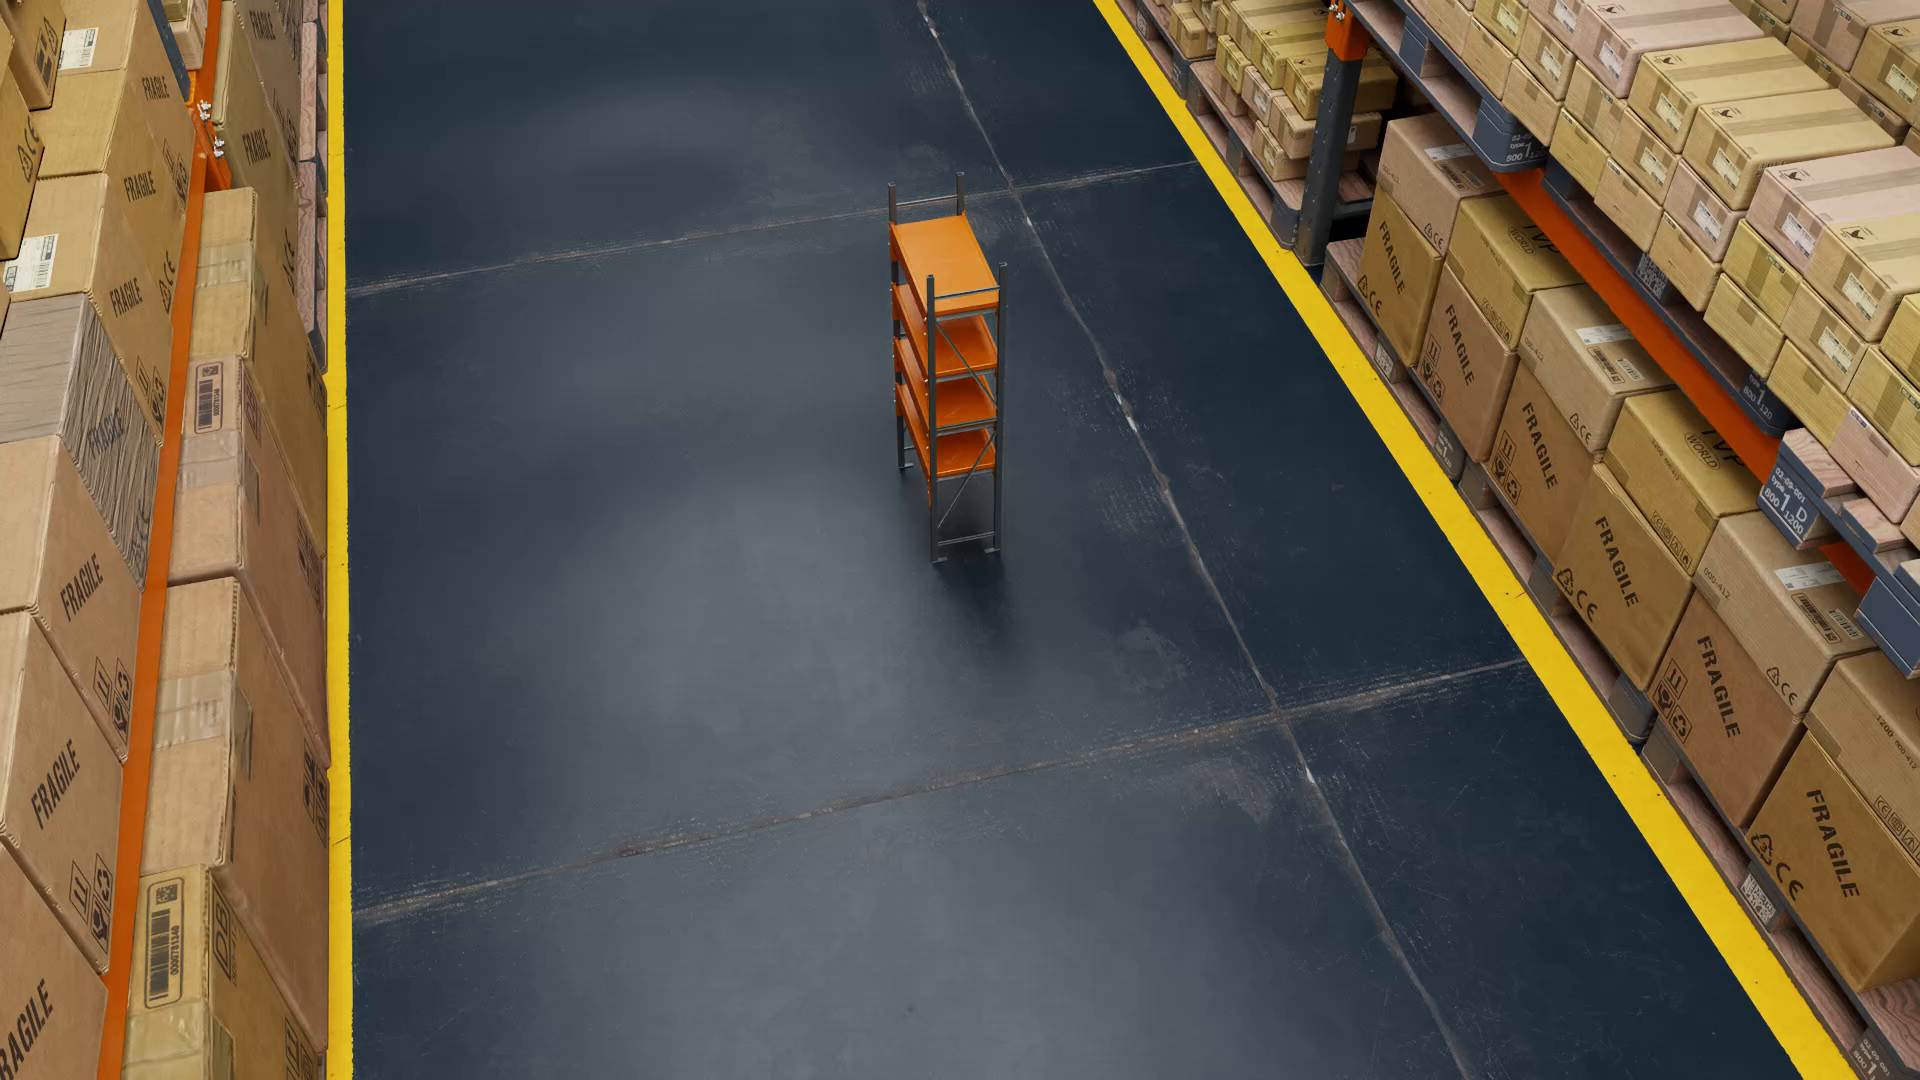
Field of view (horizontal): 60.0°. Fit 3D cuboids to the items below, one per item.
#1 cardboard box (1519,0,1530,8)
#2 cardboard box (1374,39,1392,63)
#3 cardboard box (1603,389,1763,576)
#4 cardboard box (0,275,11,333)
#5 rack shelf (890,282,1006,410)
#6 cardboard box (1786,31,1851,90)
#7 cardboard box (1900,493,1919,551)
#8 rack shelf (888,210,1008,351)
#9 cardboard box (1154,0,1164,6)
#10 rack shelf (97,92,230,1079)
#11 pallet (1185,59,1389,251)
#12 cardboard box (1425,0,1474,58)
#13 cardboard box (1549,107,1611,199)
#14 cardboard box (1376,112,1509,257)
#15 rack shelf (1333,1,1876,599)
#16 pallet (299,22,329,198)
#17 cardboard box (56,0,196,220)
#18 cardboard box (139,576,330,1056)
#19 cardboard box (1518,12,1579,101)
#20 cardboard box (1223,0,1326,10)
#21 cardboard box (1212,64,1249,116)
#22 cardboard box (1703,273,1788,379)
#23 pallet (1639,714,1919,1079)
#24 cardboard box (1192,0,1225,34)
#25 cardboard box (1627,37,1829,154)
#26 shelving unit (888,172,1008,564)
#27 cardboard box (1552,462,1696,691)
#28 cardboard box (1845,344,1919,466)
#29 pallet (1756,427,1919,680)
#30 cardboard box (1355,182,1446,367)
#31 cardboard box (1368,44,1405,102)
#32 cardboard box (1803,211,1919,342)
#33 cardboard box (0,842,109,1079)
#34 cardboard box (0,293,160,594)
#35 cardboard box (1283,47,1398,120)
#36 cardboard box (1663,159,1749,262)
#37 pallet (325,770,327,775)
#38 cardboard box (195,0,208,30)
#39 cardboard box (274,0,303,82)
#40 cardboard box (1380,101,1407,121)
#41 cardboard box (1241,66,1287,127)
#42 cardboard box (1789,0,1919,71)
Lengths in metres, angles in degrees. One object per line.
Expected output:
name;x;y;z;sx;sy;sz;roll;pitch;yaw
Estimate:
cardboard box;1.743;-1.668;4.750;0.380;0.149;0.250;-11;47;-11
cardboard box;1.983;-2.133;7.026;0.380;0.149;0.250;-9;46;-8
cardboard box;2.225;-0.197;4.773;0.500;0.250;0.500;-10;46;-9
cardboard box;-2.426;-0.506;3.374;0.797;0.503;0.637;-9;46;-9
rack shelf;-0.042;-0.644;5.322;0.258;0.148;0.480;-11;47;-10
cardboard box;2.518;-1.314;4.611;0.380;0.149;0.250;-11;47;-10
cardboard box;2.276;-0.025;3.556;0.380;0.149;0.250;-11;47;-10
rack shelf;-0.042;-0.809;5.153;0.258;0.148;0.480;-11;47;-10
cardboard box;1.094;-2.724;8.021;0.380;0.149;0.250;-11;47;-10
rack shelf;-2.424;0.171;3.986;1.077;0.370;4.000;-11;47;-10
pallet;1.678;-1.780;7.347;1.003;0.211;1.213;-11;47;-10
cardboard box;1.678;-1.638;5.137;0.380;0.149;0.250;-10;46;-10
cardboard box;1.880;-1.101;4.611;0.380;0.149;0.250;-11;47;-11
cardboard box;1.818;-1.275;5.830;0.500;0.250;0.500;-13;47;-12
rack shelf;2.396;-0.666;4.806;1.077;0.370;4.000;-11;47;-10
pallet;-3.371;-1.869;7.434;1.003;0.211;1.213;-11;47;-10
cardboard box;-2.552;-1.224;4.779;0.500;0.500;0.500;-11;47;-10
cardboard box;-2.289;0.799;4.060;1.225;0.875;0.875;-11;47;-10
cardboard box;1.814;-1.384;4.680;0.380;0.149;0.250;-9;46;-9
cardboard box;1.376;-2.387;7.275;0.380;0.149;0.250;-9;46;-9
cardboard box;1.339;-2.022;7.333;0.380;0.149;0.250;-12;47;-12
cardboard box;2.079;-0.560;4.081;0.380;0.149;0.250;-13;47;-12
pallet;2.710;0.899;4.721;1.003;0.211;1.213;-11;47;-10
cardboard box;1.276;-2.441;7.536;0.380;0.149;0.250;-10;46;-9
cardboard box;1.945;-1.132;4.225;0.380;0.149;0.250;-9;46;-9
shelving unit;-0.042;-0.534;5.433;0.258;1.200;0.503;-11;47;-10
cardboard box;2.207;0.063;5.044;0.500;0.500;0.500;-13;47;-12
cardboard box;2.202;-0.323;3.640;0.380;0.149;0.250;-10;46;-9
pallet;2.623;0.057;3.728;1.213;0.211;1.003;-11;47;-10
cardboard box;1.817;-1.012;6.098;0.500;0.500;0.500;-9;46;-9
cardboard box;1.949;-2.019;7.122;0.380;0.149;0.250;-10;46;-10
cardboard box;2.139;-0.597;3.701;0.380;0.149;0.250;-9;46;-9
cardboard box;-1.773;0.880;2.718;0.500;0.500;0.500;-9;46;-9
cardboard box;-2.168;-0.175;3.751;0.500;0.500;0.500;-11;47;-10
cardboard box;1.542;-1.854;6.753;0.380;0.149;0.250;-9;46;-9
cardboard box;2.010;-0.848;4.155;0.380;0.149;0.250;-10;46;-9
pallet;-2.350;0.877;4.743;1.003;0.211;1.213;-11;47;-10
cardboard box;-2.758;-1.820;5.610;0.380;0.149;0.250;-12;47;-12
cardboard box;-3.486;-2.571;7.363;0.875;0.875;0.875;-11;47;-10
cardboard box;2.034;-1.942;7.255;0.380;0.149;0.250;-9;46;-9
cardboard box;1.415;-1.896;7.002;0.380;0.149;0.250;-13;47;-12
cardboard box;2.509;-1.425;4.511;0.380;0.149;0.250;-13;47;-12
